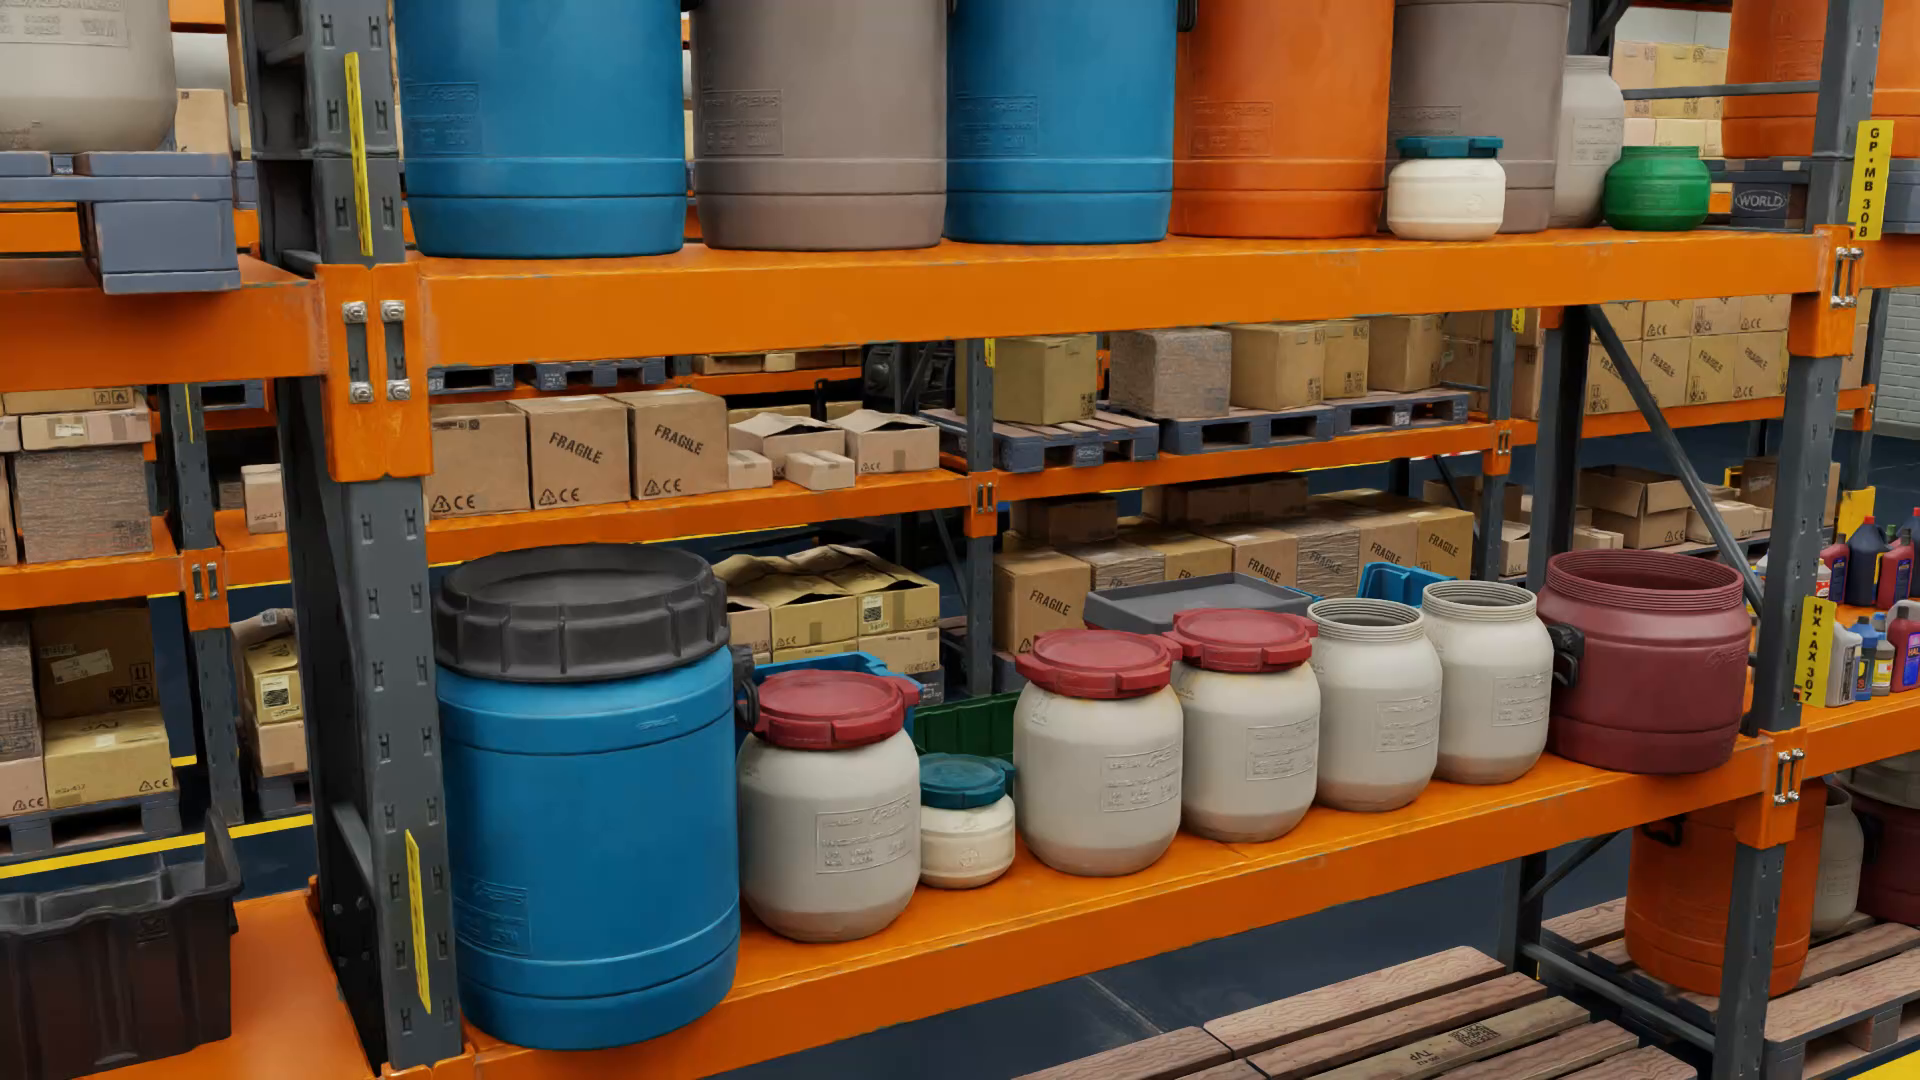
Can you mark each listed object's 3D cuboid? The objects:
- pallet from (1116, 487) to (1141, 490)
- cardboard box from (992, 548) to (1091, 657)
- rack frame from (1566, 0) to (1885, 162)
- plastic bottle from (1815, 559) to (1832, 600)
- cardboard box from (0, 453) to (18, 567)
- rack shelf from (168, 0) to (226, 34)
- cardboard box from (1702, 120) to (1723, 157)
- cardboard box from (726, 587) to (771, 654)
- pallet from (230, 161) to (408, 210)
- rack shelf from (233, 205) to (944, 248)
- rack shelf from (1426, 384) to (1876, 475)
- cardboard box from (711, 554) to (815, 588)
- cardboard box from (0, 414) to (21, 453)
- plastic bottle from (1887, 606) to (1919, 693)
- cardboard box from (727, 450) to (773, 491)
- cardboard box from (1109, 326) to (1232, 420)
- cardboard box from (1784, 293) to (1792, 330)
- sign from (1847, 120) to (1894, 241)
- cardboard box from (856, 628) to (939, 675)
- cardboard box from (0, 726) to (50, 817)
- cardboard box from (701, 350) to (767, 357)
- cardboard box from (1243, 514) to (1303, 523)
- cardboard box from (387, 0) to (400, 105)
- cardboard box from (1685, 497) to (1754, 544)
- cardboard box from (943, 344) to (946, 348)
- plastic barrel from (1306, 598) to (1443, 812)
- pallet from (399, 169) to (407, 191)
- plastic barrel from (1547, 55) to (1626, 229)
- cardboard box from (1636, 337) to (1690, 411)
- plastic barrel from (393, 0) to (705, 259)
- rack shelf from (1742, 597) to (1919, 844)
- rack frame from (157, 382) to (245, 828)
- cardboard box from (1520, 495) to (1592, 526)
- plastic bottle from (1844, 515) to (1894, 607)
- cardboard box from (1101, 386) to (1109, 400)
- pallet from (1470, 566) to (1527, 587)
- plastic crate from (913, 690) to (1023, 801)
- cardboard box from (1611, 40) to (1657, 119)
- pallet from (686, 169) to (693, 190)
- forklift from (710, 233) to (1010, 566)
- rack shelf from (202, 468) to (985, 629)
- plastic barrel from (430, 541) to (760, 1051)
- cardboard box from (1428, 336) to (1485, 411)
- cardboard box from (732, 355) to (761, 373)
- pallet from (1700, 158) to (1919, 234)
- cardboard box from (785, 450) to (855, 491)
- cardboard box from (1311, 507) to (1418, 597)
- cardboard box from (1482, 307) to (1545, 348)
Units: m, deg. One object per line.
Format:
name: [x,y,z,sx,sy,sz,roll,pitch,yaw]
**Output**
pallet: [1.734,-0.729,16.368,1.213,0.211,1.003,-7,14,-28]
cardboard box: [0.431,0.363,9.857,0.500,0.500,0.500,-6,14,-25]
rack frame: [2.265,-2.621,4.761,0.127,3.000,1.000,-7,14,-28]
plastic bottle: [3.326,0.173,6.461,0.097,0.201,0.097,0,13,0]
cardboard box: [-4.462,-0.173,7.317,0.500,0.500,0.700,-7,14,-28]
rack shelf: [-4.237,-3.774,12.433,4.000,0.370,1.077,-7,14,-28]
cardboard box: [5.273,-2.864,11.873,0.500,0.250,0.500,-7,14,-28]
cardboard box: [-1.344,0.425,8.919,0.500,0.311,0.500,-7,14,-28]
pallet: [-2.848,-1.694,7.908,1.217,0.209,0.805,-8,15,-30]
rack shelf: [-1.861,-1.551,8.478,4.000,0.370,1.077,-7,14,-28]
rack shelf: [5.161,-0.930,12.547,4.000,0.370,1.077,-7,14,-28]
cardboard box: [-1.163,0.269,9.611,0.500,0.311,0.500,-7,15,-29]
cardboard box: [-4.199,-0.470,7.162,0.250,0.149,0.380,-7,15,-30]
plastic bottle: [3.110,0.353,5.472,0.133,0.283,0.061,-7,14,-28]
cardboard box: [-1.197,-0.382,9.046,0.250,0.149,0.380,-6,14,-24]
cardboard box: [1.288,-1.050,10.261,0.500,0.500,0.700,-4,13,-17]
cardboard box: [6.215,-1.875,12.602,0.500,0.500,0.500,-6,14,-26]
sign: [2.535,-1.002,4.634,0.005,0.325,0.100,-7,14,-28]
cardboard box: [-0.450,0.589,9.464,0.500,0.250,0.500,-6,14,-27]
cardboard box: [-4.362,1.050,7.420,0.500,0.250,0.500,-7,14,-28]
cardboard box: [-1.933,-1.809,13.865,0.500,0.500,0.500,-6,14,-26]
cardboard box: [1.959,0.048,11.256,0.500,0.500,0.500,-7,14,-27]
cardboard box: [-2.567,-2.311,7.892,0.500,0.500,0.500,-5,14,-22]
cardboard box: [5.709,-0.165,12.773,0.500,0.250,0.500,-7,14,-28]
cardboard box: [-0.268,-1.696,14.842,0.250,0.149,0.380,-7,15,-29]
plastic barrel: [1.095,0.445,4.547,0.421,0.512,0.421,0,13,0]
pallet: [-4.491,-2.709,12.409,1.003,0.211,1.213,-7,14,-28]
plastic barrel: [1.846,-1.239,5.195,0.421,0.512,0.421,0,13,0]
cardboard box: [4.872,-1.227,12.001,0.500,0.500,0.500,-7,14,-28]
plastic barrel: [-0.904,-1.077,3.589,0.708,0.901,0.600,-7,14,-28]
rack shelf: [4.020,0.446,6.434,4.000,0.370,1.077,-7,14,-28]
rack frame: [-3.616,-0.229,7.793,0.127,3.000,1.000,-7,14,-28]
cardboard box: [4.428,-0.167,12.640,0.500,0.311,0.500,-7,14,-28]
plastic bottle: [3.579,0.076,6.552,0.185,0.351,0.144,-7,14,-28]
cardboard box: [1.512,-1.408,16.294,0.250,0.149,0.380,-7,14,-28]
pallet: [4.009,0.218,12.159,1.213,0.211,1.003,-7,14,-28]
plastic crate: [0.147,0.592,4.629,0.662,0.188,0.450,-7,14,-28]
cardboard box: [4.321,-3.154,11.455,0.500,0.500,0.700,-7,14,-28]
pallet: [-1.942,-3.053,13.941,1.003,0.211,1.213,-6,14,-25]
forklift: [-0.548,-1.325,12.822,1.130,2.935,3.031,12,18,44]
rack shelf: [-1.861,-0.088,8.807,4.000,0.370,1.077,-7,14,-28]
plastic barrel: [-0.762,0.500,3.416,0.708,0.901,0.600,-7,14,-28]
cardboard box: [3.722,-1.221,11.975,0.500,0.500,0.500,-7,14,-27]
cardboard box: [-1.857,-1.506,13.994,0.250,0.149,0.380,-7,14,-27]
pallet: [2.983,-1.127,5.385,1.213,0.211,1.003,-7,14,-28]
cardboard box: [-0.762,-0.379,9.034,0.250,0.149,0.380,-7,14,-28]
cardboard box: [2.672,0.092,11.059,0.500,0.500,0.500,-7,14,-28]
cardboard box: [3.954,-1.602,11.391,0.500,0.500,0.500,-6,14,-26]
